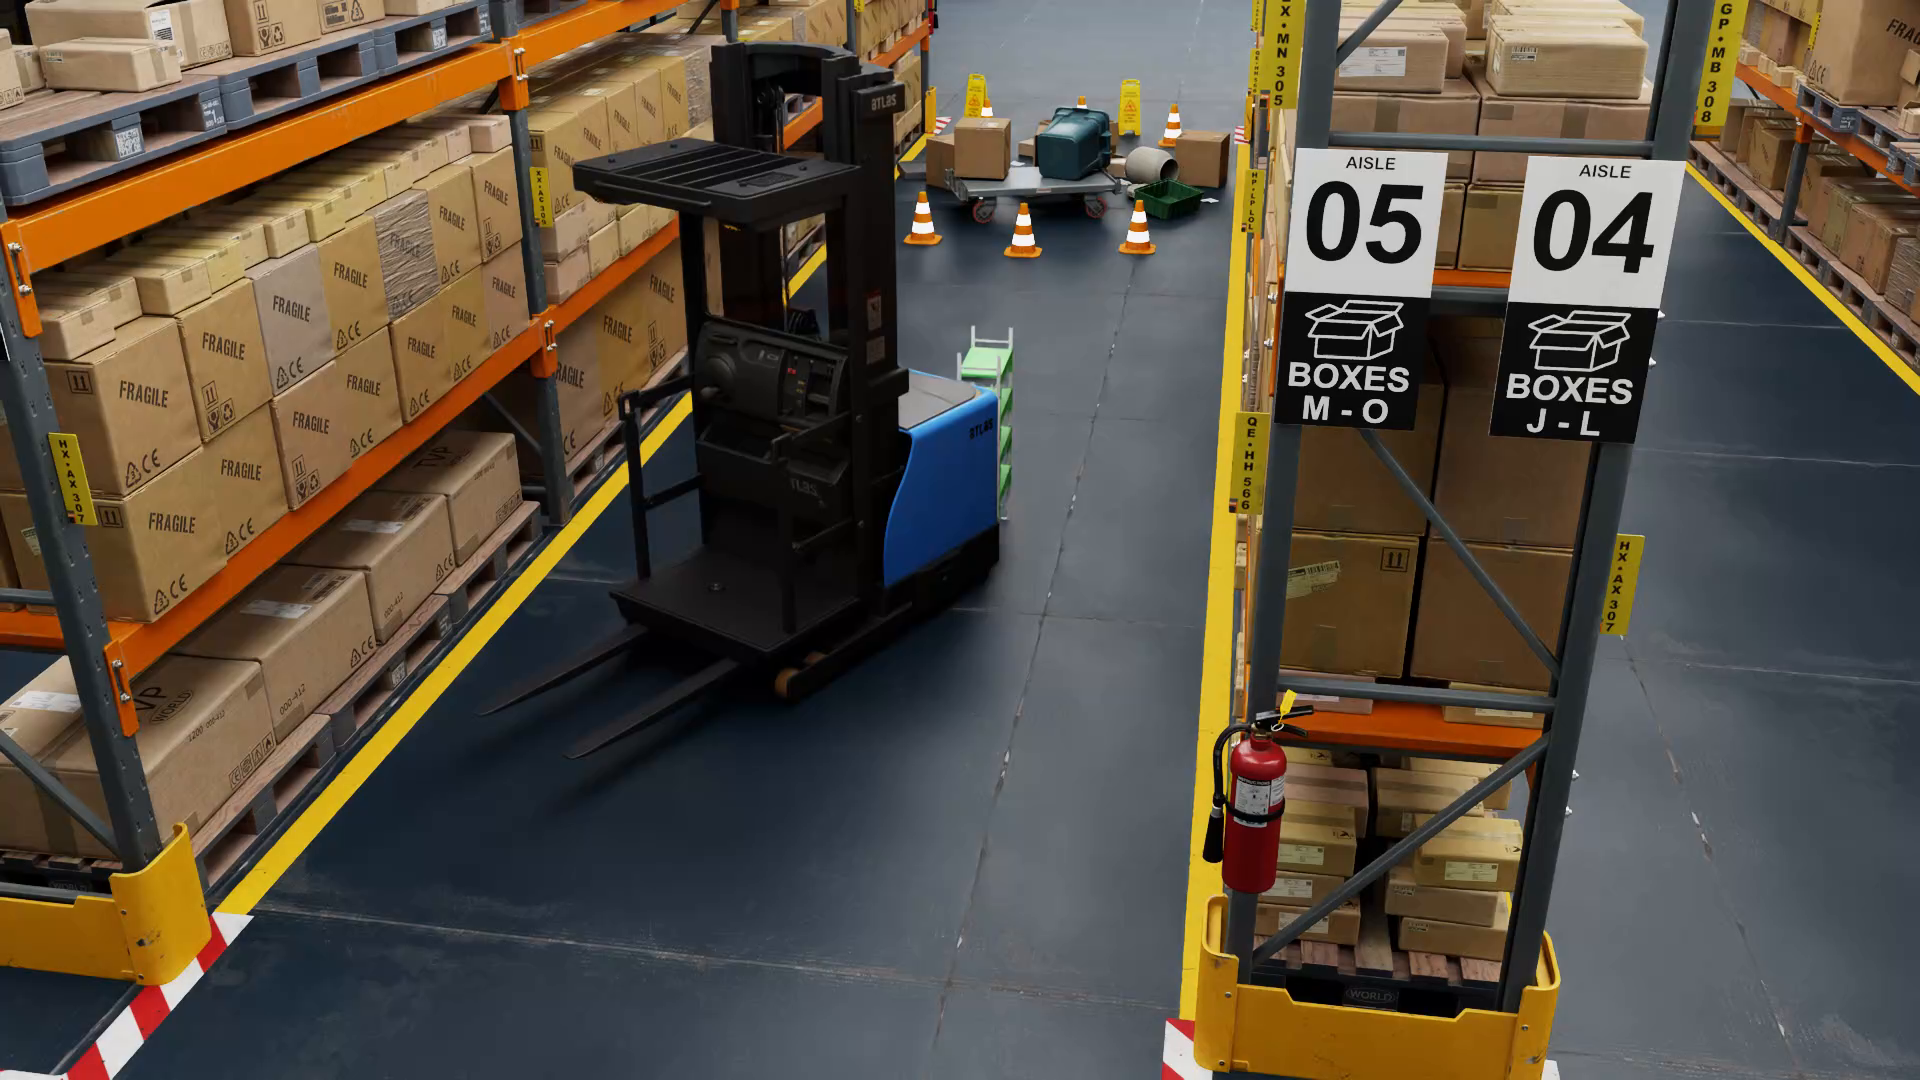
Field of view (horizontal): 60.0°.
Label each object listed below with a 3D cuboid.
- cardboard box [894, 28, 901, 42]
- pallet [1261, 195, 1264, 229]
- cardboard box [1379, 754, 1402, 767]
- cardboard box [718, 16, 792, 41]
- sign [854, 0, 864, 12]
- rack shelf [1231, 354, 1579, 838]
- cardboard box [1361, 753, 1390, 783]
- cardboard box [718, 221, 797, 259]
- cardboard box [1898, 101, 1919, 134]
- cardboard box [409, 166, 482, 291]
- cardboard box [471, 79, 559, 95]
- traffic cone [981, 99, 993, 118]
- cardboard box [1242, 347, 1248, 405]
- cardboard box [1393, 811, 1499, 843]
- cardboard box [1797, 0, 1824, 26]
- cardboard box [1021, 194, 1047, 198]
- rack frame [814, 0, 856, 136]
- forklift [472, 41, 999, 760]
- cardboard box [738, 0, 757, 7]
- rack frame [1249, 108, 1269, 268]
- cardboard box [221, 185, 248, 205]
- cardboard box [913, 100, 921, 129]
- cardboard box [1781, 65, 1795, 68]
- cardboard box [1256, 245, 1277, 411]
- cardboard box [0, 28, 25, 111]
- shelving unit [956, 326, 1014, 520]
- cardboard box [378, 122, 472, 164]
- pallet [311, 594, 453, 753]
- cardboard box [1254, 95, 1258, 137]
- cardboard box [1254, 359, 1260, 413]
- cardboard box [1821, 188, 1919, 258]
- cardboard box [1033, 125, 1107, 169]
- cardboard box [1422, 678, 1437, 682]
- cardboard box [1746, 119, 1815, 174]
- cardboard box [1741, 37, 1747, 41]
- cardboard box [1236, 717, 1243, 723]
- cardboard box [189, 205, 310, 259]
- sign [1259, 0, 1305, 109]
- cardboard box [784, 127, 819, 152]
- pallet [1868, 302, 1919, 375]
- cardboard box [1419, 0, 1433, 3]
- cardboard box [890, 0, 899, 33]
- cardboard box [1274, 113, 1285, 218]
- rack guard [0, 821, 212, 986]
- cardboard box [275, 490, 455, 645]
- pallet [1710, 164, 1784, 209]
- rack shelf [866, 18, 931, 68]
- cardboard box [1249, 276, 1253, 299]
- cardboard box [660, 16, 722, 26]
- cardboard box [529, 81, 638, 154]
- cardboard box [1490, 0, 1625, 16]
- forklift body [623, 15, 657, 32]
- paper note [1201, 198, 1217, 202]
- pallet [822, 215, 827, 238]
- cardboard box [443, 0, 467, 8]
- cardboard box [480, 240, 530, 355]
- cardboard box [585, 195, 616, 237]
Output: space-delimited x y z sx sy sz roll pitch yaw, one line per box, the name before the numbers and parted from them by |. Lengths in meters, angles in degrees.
cardboard box | -0.869 -5.680 18.643 0.380 0.149 0.250 4 25 8
pallet | 2.430 -1.941 10.584 1.003 0.211 1.213 4 25 9
cardboard box | 1.880 0.794 6.682 0.380 0.149 0.250 3 25 6
cardboard box | -1.726 -4.143 14.098 0.500 0.500 0.500 4 25 9
sign | -0.985 -5.320 16.211 0.100 0.325 0.005 4 25 9
rack shelf | 1.733 -0.023 7.110 1.077 0.370 4.000 4 25 9
cardboard box | 1.901 0.959 7.030 0.380 0.149 0.250 4 25 9
cardboard box | -1.972 -2.704 14.593 0.950 0.372 0.625 4 25 8
cardboard box | 7.596 -3.318 12.963 0.396 0.266 0.258 3 25 7
cardboard box | -2.736 -1.556 8.239 0.500 0.500 0.500 4 25 8
cardboard box | -2.836 -2.616 10.503 0.500 0.500 0.500 5 26 10
traffic cone | 0.323 -5.087 20.072 0.336 0.463 0.334 4 25 9
cardboard box | 2.104 -0.999 10.800 0.500 0.500 0.500 3 25 7
cardboard box | 1.845 1.142 6.289 0.380 0.149 0.250 4 25 8
cardboard box | 8.046 -4.986 15.215 0.500 0.500 0.500 4 25 9
cardboard box | 0.718 -3.786 17.525 0.258 0.266 0.396 -14 29 -27
rack frame | -1.533 -4.832 16.535 1.000 3.000 0.127 4 25 9
forklift | -1.056 -0.777 7.953 1.130 2.935 3.031 17 30 32
cardboard box | -2.035 -4.862 14.870 0.380 0.149 0.250 5 26 11
rack frame | 2.713 -2.858 12.318 1.000 3.000 0.127 4 25 9
cardboard box | -3.415 -1.528 7.414 0.380 0.149 0.250 4 25 9
cardboard box | -0.750 -5.083 19.819 0.500 0.250 0.500 4 25 8
cardboard box | 8.241 -4.554 16.237 0.380 0.149 0.250 4 25 9
cardboard box | 1.394 -0.784 6.238 0.500 0.500 0.500 5 26 11
cardboard box | -3.509 -1.534 5.514 0.500 0.250 0.500 2 25 4
shelving unit | 0.144 -0.573 9.560 0.258 1.200 0.503 4 25 8
cardboard box | -2.727 -2.024 8.474 0.380 0.149 0.250 5 25 10
pallet | -3.239 0.601 8.217 1.003 0.211 1.213 4 25 9
cardboard box | 2.687 -3.528 13.632 0.500 0.500 0.500 4 25 8
cardboard box | 1.480 -0.534 6.884 0.500 0.500 0.500 5 26 11
cardboard box | 8.026 -2.759 14.536 0.700 0.500 0.500 4 25 8
cardboard box | 1.187 -4.134 17.828 0.797 0.637 0.503 4 25 9
cardboard box | 1.783 0.379 5.698 0.380 0.149 0.250 5 26 10
cardboard box | 8.594 -4.104 17.432 0.500 0.500 0.500 6 26 13
cardboard box | 8.480 -5.289 17.808 0.380 0.149 0.250 4 25 9
cardboard box | 1.366 0.778 7.066 0.380 0.149 0.250 4 25 9
cardboard box | -2.936 -1.276 6.875 0.380 0.149 0.250 4 25 9
sign | 0.862 -1.319 4.447 0.100 0.325 0.005 4 25 9
cardboard box | -1.701 -4.383 17.438 0.500 0.500 0.500 4 25 8
pallet | 7.719 -1.536 12.783 1.003 0.211 1.213 4 25 9
cardboard box | 1.386 -1.793 5.621 0.380 0.149 0.250 3 25 7
cardboard box | -0.969 -5.810 18.156 0.500 0.500 0.500 4 25 9
cardboard box | 1.296 -1.226 5.469 0.500 0.250 0.500 4 25 9
rack guard | -3.498 1.329 6.321 1.175 0.500 0.348 4 25 9
cardboard box | -3.194 0.114 8.496 0.875 0.438 0.875 3 25 7
pallet | 8.516 -3.678 17.358 1.003 0.211 1.213 4 25 9
rack shelf | -1.206 -5.343 18.474 1.077 0.370 4.000 4 25 9
cardboard box | 2.186 -1.566 11.127 0.500 0.250 0.500 4 25 9
cardboard box | -2.232 -4.167 14.150 0.500 0.500 0.500 2 25 5
cardboard box | -2.344 -2.573 10.411 0.500 0.500 0.500 3 25 7
cardboard box | 1.900 -1.645 5.305 0.380 0.149 0.250 4 25 9
forklift body | -4.287 -5.543 19.056 2.313 2.155 1.214 4 25 9
paper note | 2.584 -3.531 17.257 0.147 0.020 0.142 -14 29 -27
pallet | -1.659 -3.243 16.430 1.003 0.211 1.213 4 25 9
cardboard box | -2.629 -2.730 8.051 0.396 0.266 0.258 5 26 10
cardboard box | -2.664 -1.320 8.913 0.500 0.500 0.500 4 25 9
cardboard box | -2.433 -2.029 10.134 0.500 0.250 0.500 4 25 9
